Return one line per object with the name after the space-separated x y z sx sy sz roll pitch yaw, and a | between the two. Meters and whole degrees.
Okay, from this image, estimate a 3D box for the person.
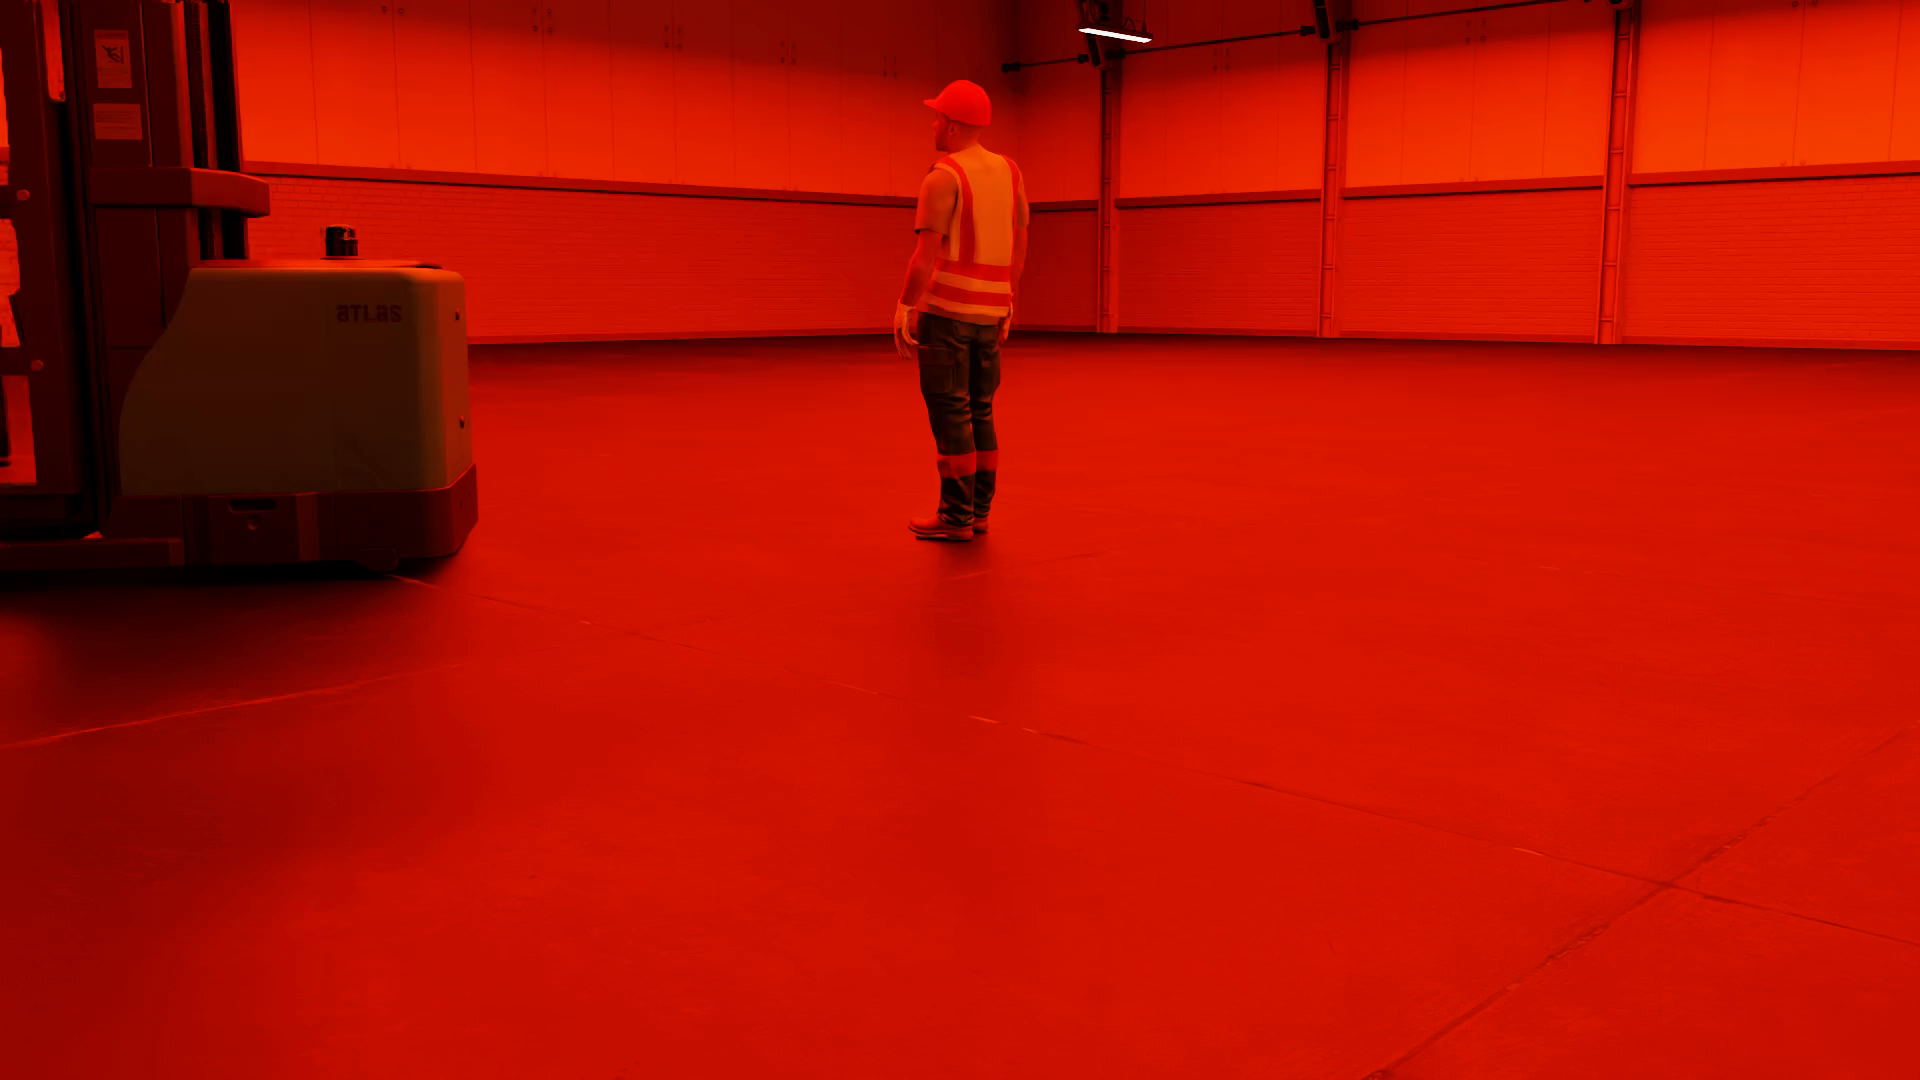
-0.049 -0.902 6.647 0.563 1.788 0.638 8 12 43 | person

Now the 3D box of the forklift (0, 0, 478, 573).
-3.368 -1.353 5.859 3.031 2.935 1.130 -2 9 -10 | forklift
